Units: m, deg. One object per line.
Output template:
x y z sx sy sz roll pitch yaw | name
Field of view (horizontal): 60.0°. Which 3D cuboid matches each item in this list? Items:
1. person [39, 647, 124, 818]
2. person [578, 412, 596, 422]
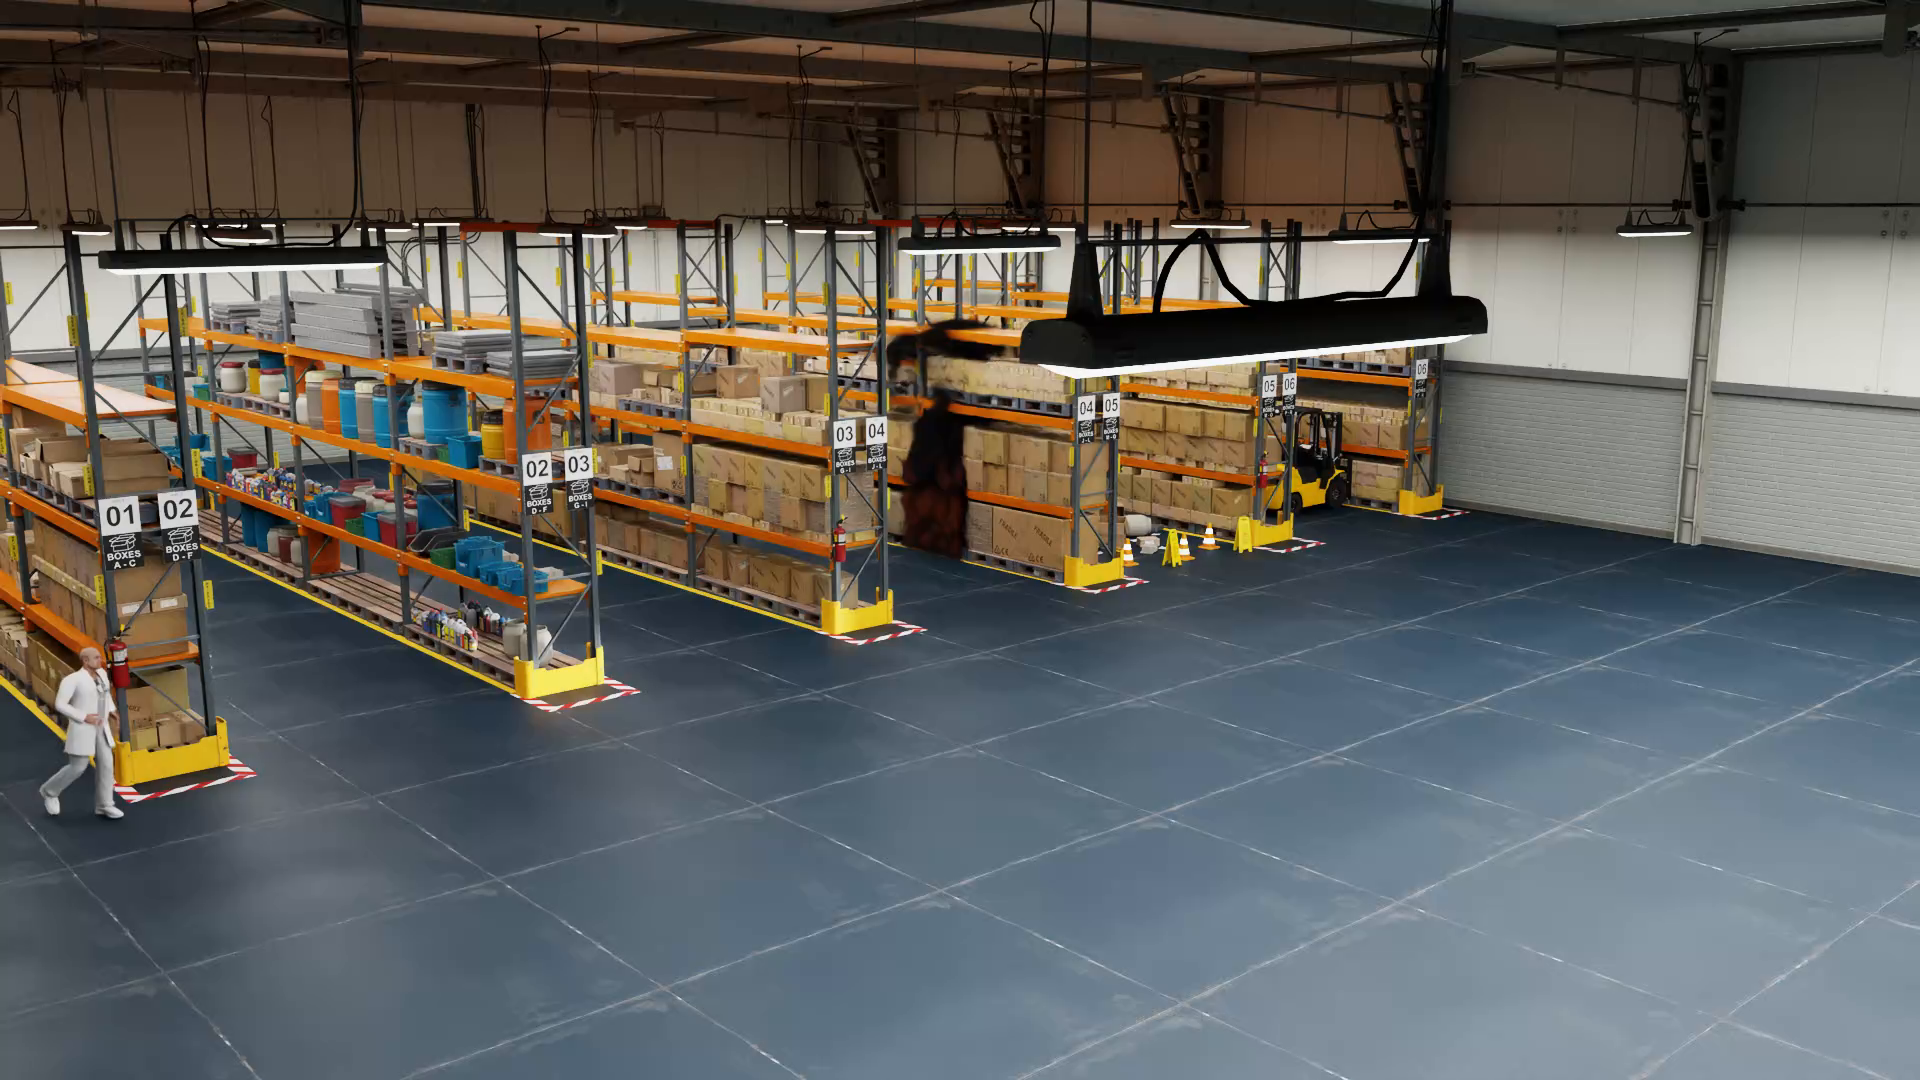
-9.154 1.991 17.525 0.956 1.755 0.774 3 12 16 | person
-9.092 -2.730 40.928 0.660 1.735 0.957 7 13 30 | person
